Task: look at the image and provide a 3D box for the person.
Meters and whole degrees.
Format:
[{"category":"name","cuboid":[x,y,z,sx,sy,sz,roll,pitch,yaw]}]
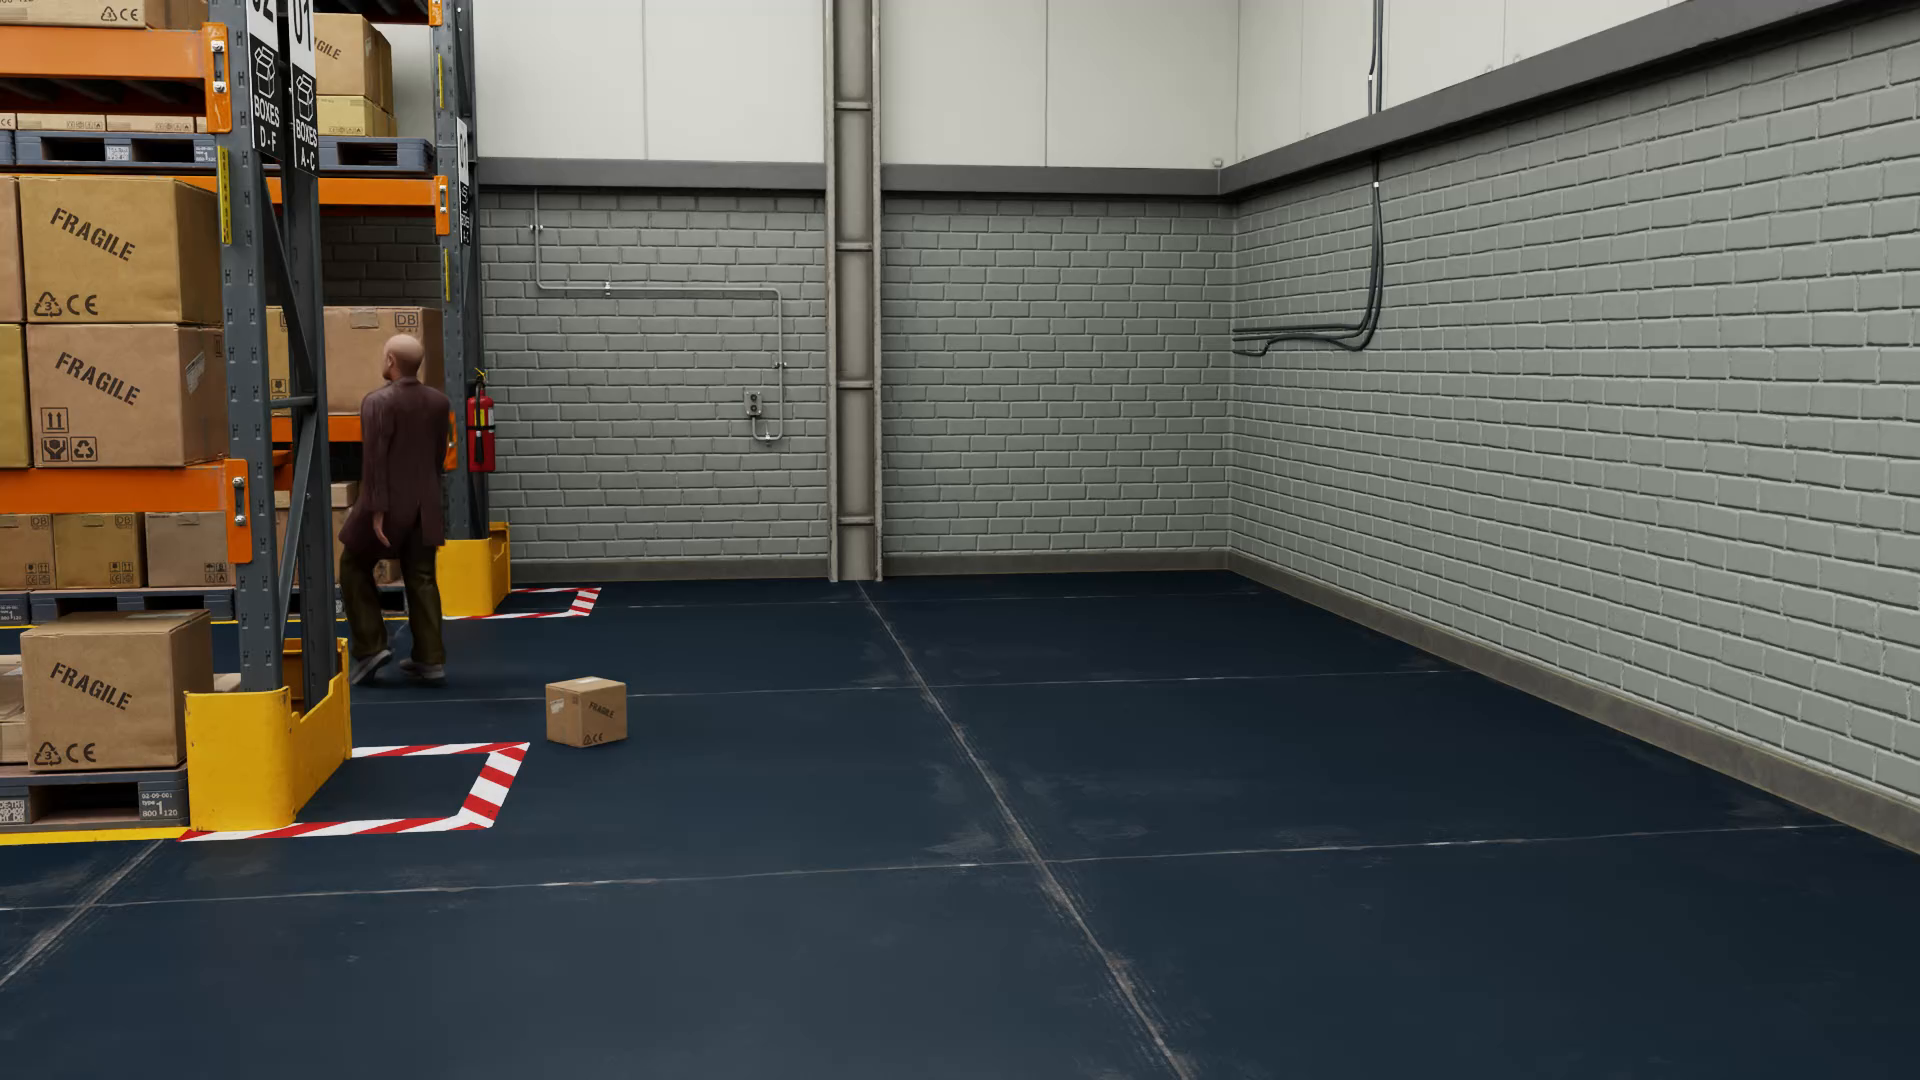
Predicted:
[{"category":"person","cuboid":[-2.889,-0.129,8.559,0.560,1.844,0.576,5,8,37]}]
